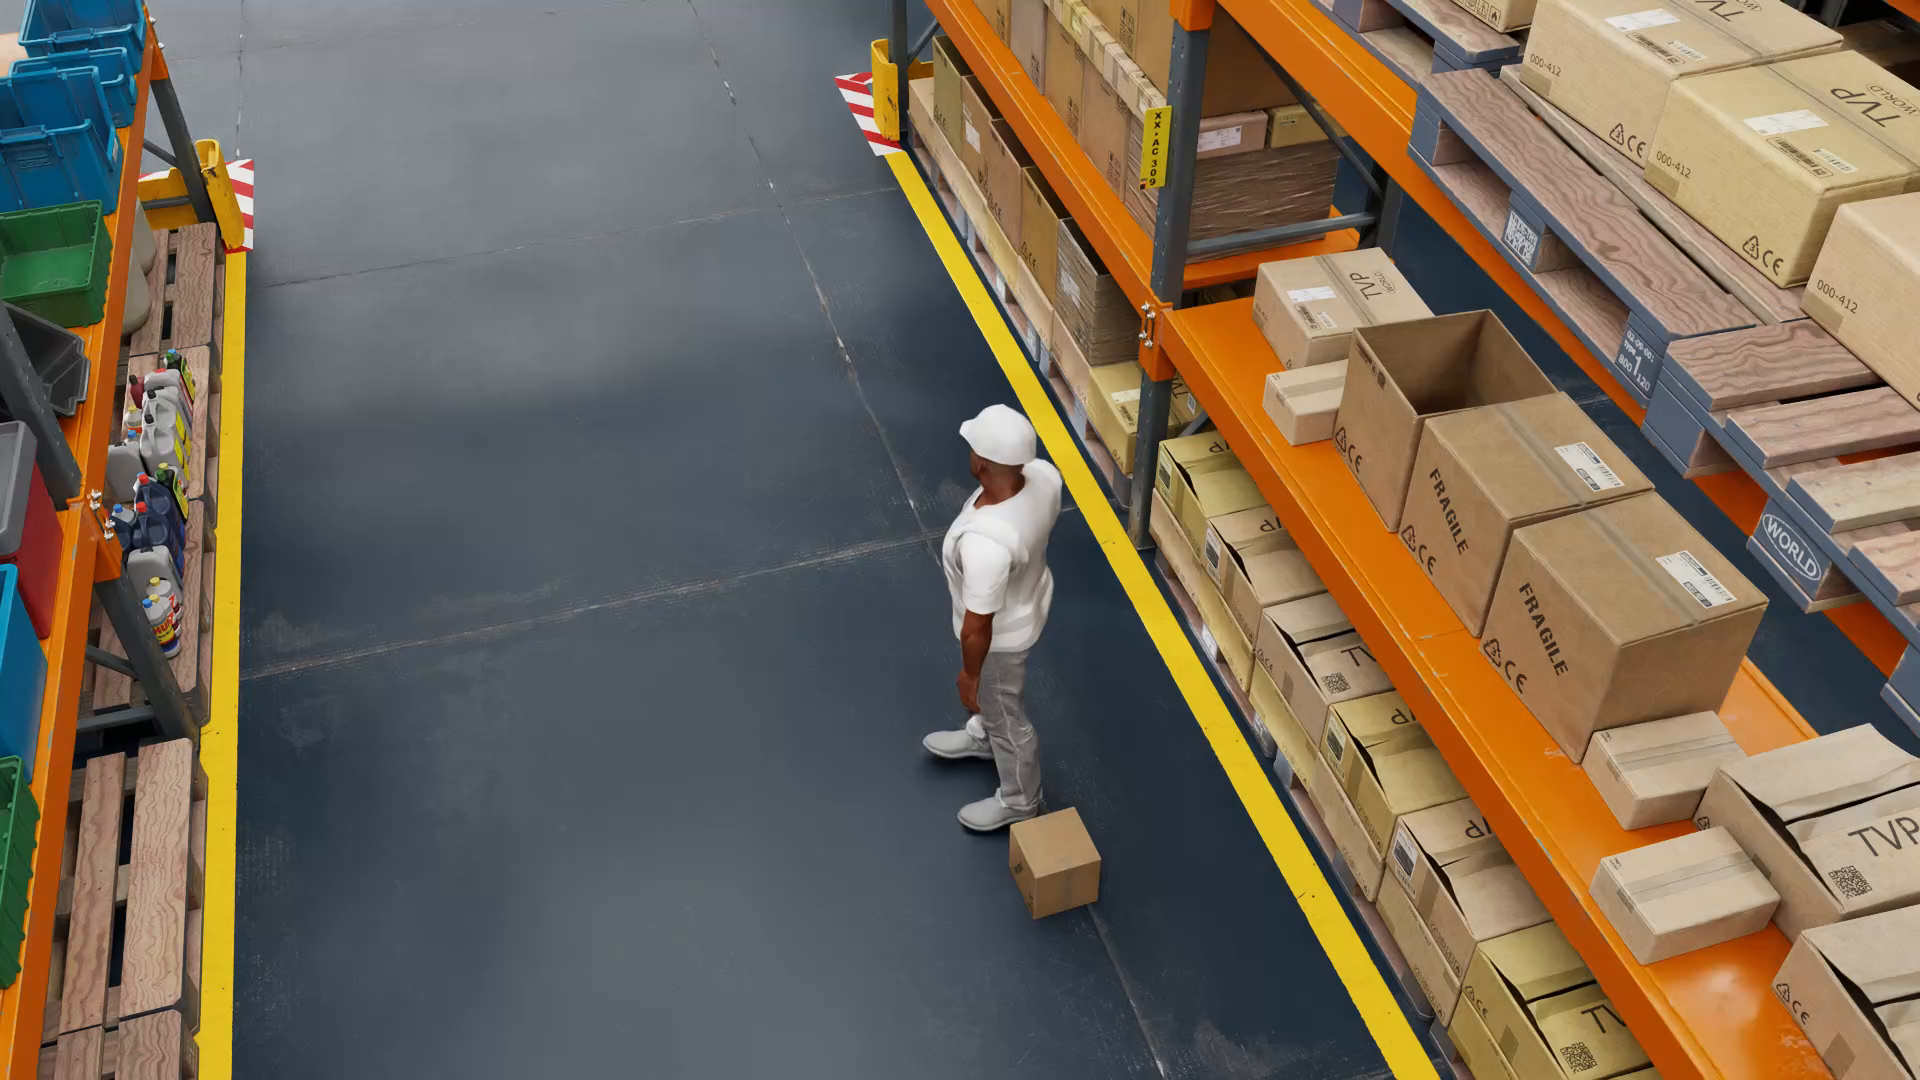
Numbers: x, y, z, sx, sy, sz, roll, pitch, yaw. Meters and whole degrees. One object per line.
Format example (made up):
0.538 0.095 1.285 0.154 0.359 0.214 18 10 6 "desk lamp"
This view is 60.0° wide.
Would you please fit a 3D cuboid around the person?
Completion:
0.091 0.257 5.828 0.531 1.768 0.668 13 44 14 "person"
